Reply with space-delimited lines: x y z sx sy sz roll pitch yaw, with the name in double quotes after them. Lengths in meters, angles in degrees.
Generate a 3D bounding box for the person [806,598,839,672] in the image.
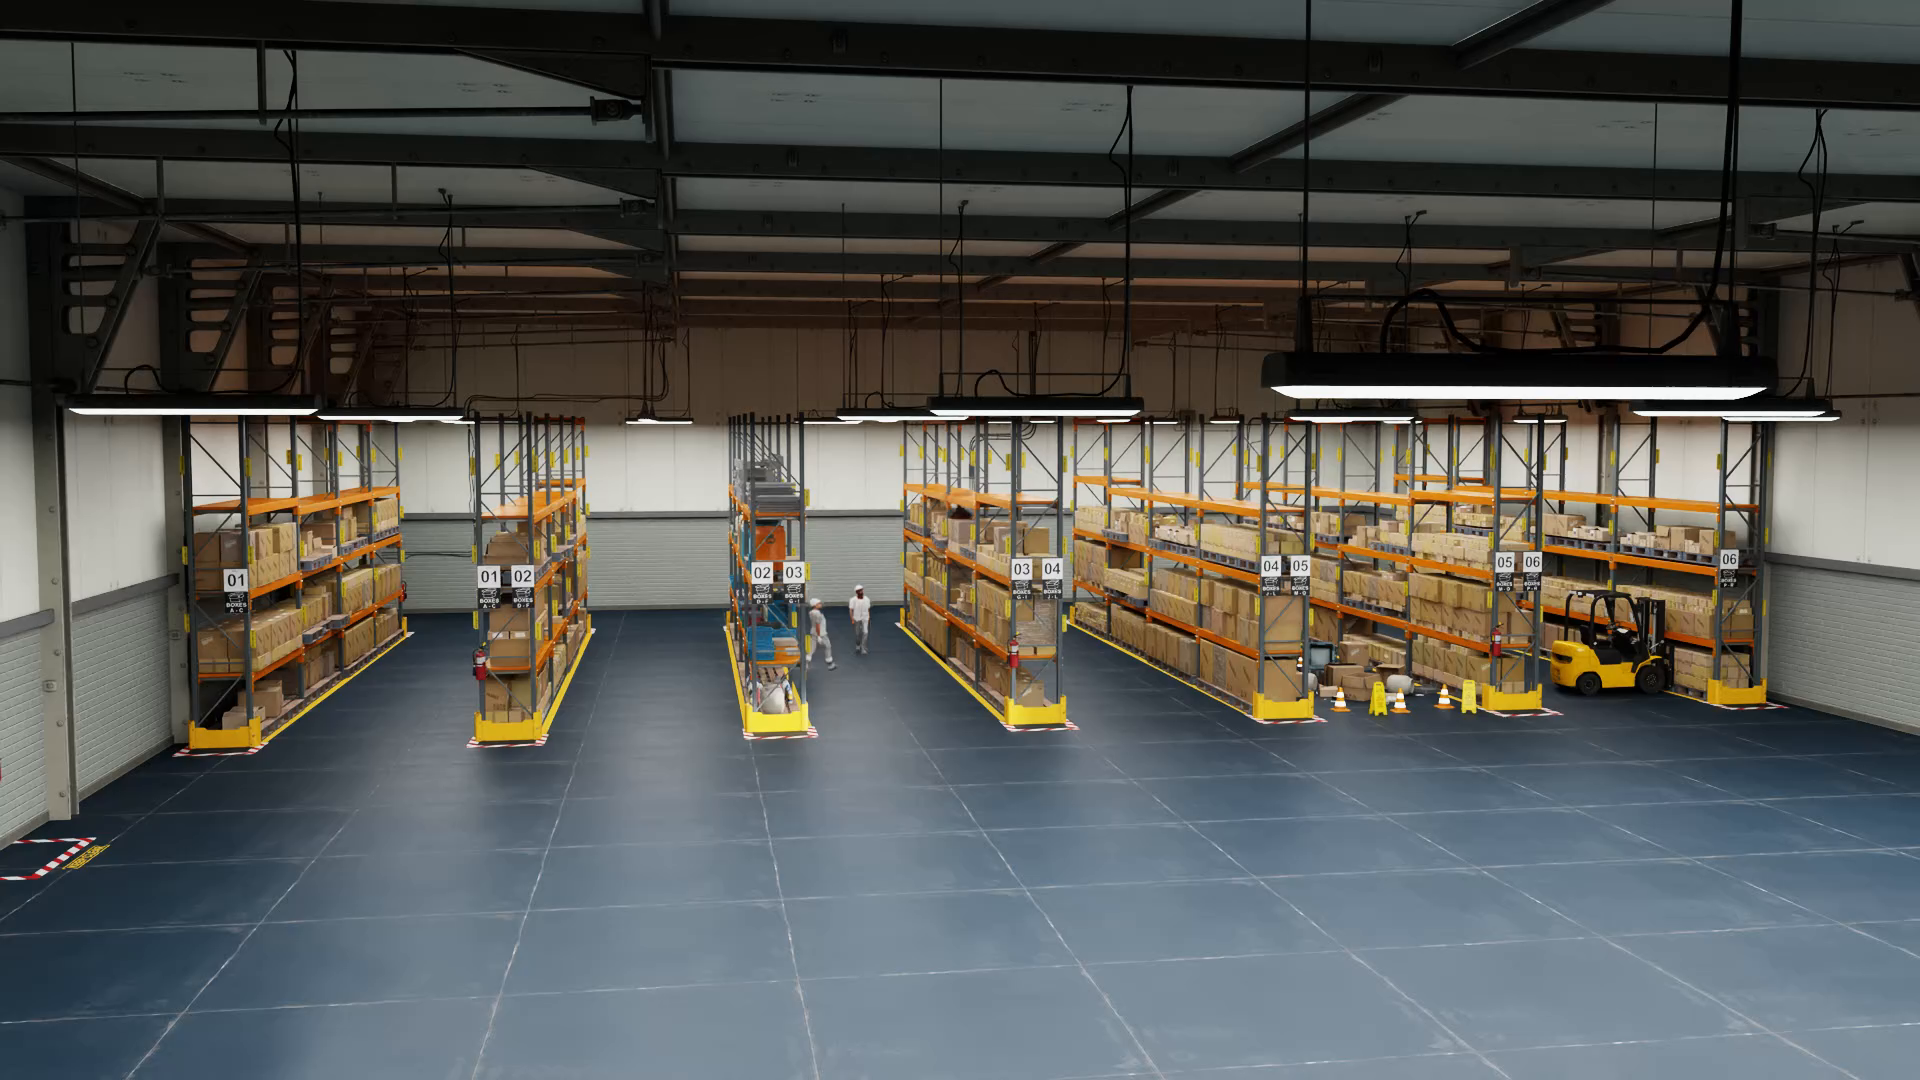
-3.247 2.196 38.426 0.495 1.732 1.091 3 5 35 "person"

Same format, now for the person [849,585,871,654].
-2.523 2.003 41.949 0.555 1.712 0.995 0 4 -4 "person"

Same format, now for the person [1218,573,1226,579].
7.237 1.714 45.883 0.400 1.788 0.603 1 4 15 "person"
